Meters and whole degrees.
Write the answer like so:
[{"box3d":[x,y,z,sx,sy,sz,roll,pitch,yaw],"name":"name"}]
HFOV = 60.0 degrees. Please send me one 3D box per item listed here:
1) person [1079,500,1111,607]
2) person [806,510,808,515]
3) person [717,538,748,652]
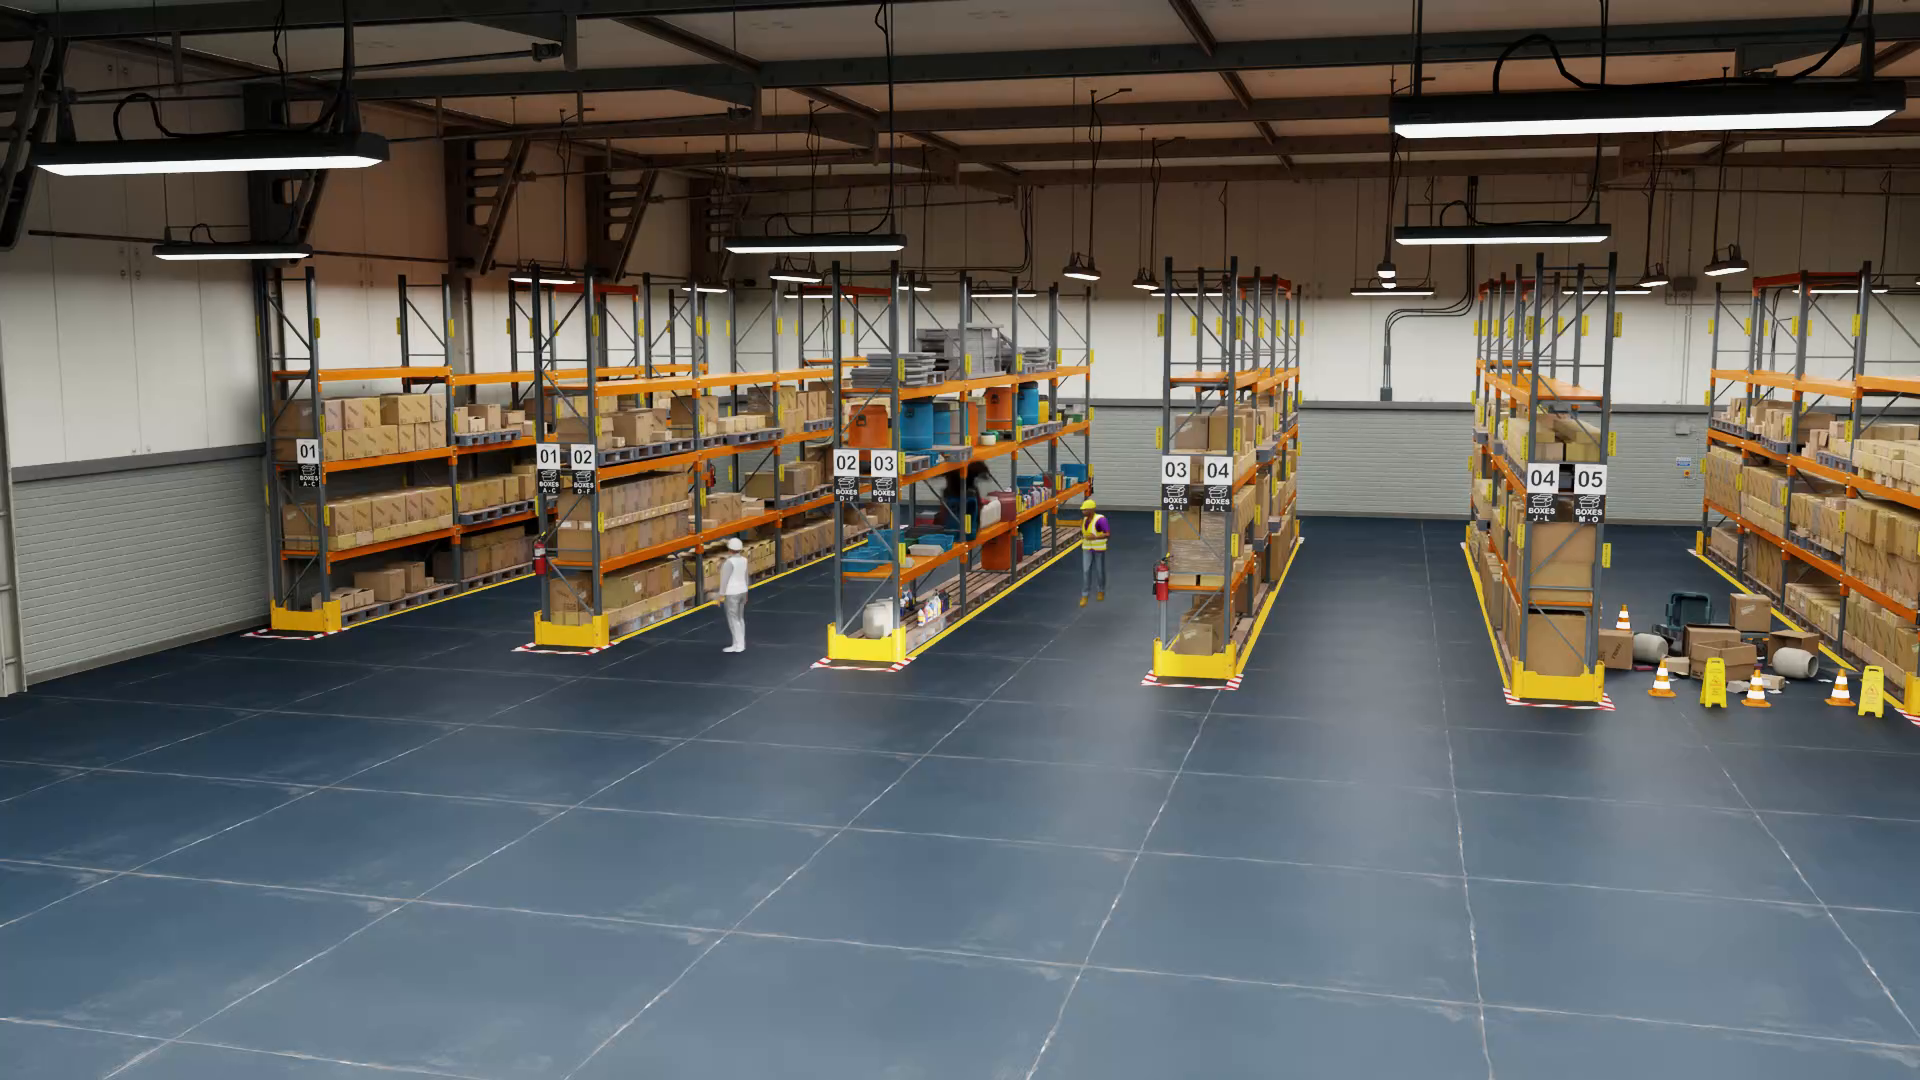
[{"box3d":[2.364,0.209,28.720,0.565,1.818,0.807,2,8,18],"name":"person"},{"box3d":[-3.887,-1.109,41.644,0.392,1.697,0.522,4,8,28],"name":"person"},{"box3d":[-3.522,0.858,25.836,0.388,1.796,0.582,4,8,26],"name":"person"}]
